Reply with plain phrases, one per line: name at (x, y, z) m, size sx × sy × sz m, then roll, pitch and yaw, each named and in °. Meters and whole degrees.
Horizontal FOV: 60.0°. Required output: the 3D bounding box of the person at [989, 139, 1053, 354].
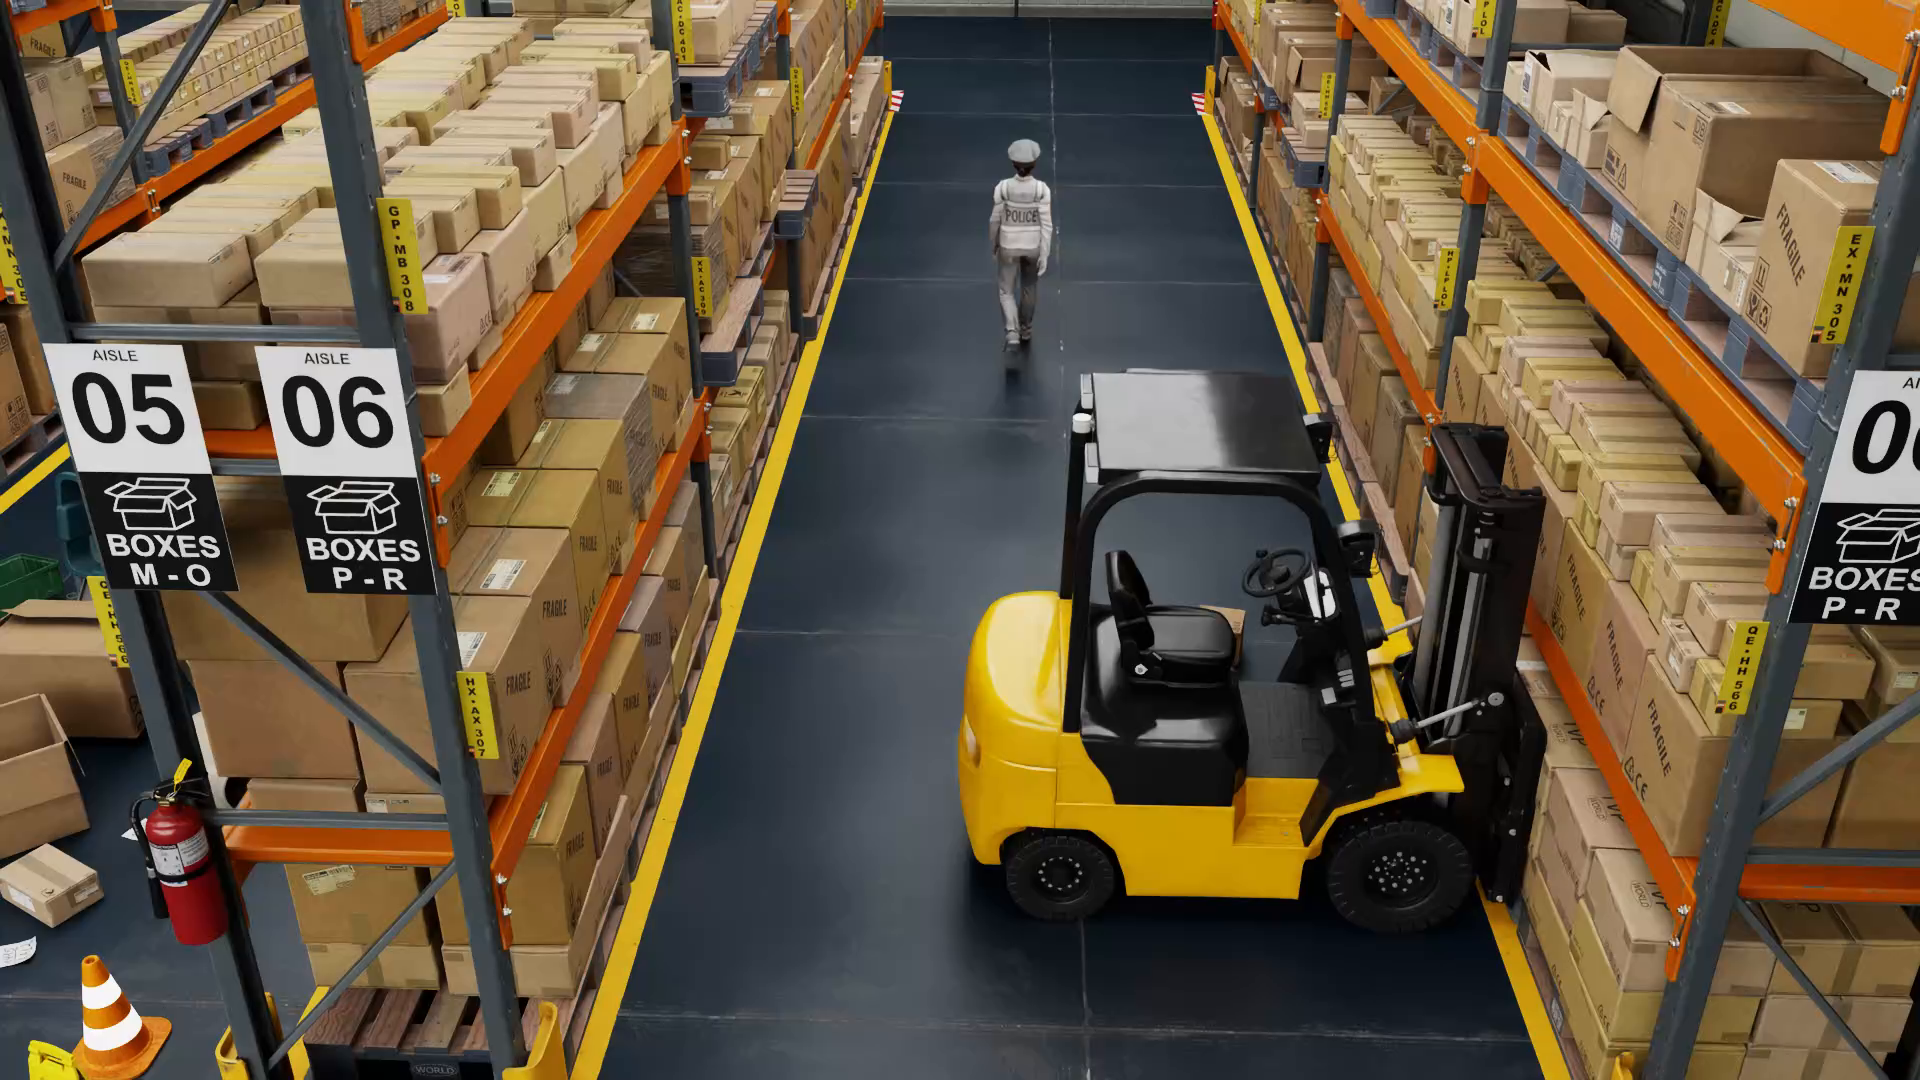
person at (0.464, -2.243, 12.765) m, size 0.475 × 1.648 × 0.913 m, roll -2°, pitch 28°, yaw -4°
